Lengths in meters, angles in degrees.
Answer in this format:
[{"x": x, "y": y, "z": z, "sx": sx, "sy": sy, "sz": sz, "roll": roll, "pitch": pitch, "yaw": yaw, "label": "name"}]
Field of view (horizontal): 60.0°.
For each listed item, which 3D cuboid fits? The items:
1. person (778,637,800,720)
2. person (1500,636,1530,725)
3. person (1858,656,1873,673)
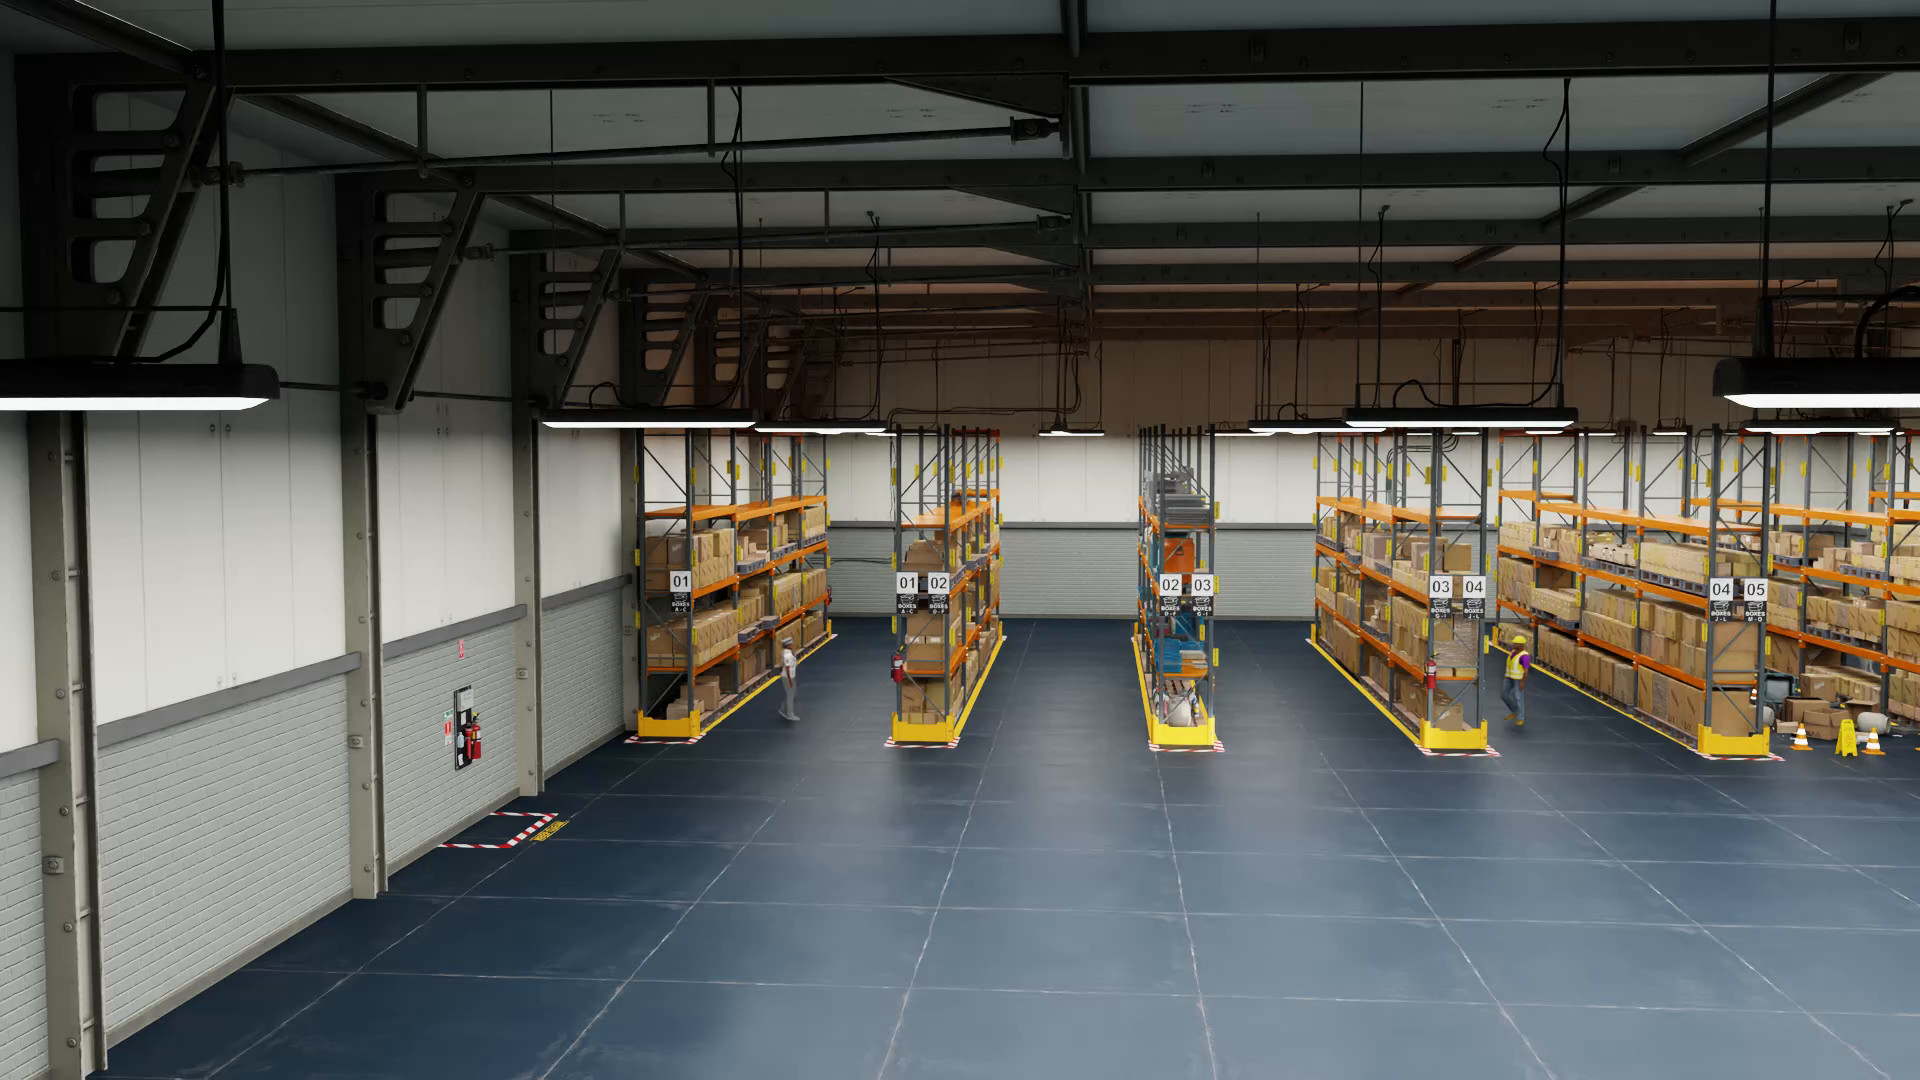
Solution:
[{"x": -3.487, "y": 2.823, "z": 33.984, "sx": 0.454, "sy": 1.704, "sz": 0.519, "roll": 0, "pitch": 3, "yaw": -2, "label": "person"}, {"x": 11.163, "y": 2.800, "z": 33.394, "sx": 0.468, "sy": 1.765, "sz": 0.663, "roll": -2, "pitch": 4, "yaw": -28, "label": "person"}, {"x": 21.746, "y": 2.468, "z": 39.990, "sx": 0.429, "sy": 1.671, "sz": 0.514, "roll": 3, "pitch": 4, "yaw": 36, "label": "person"}]
